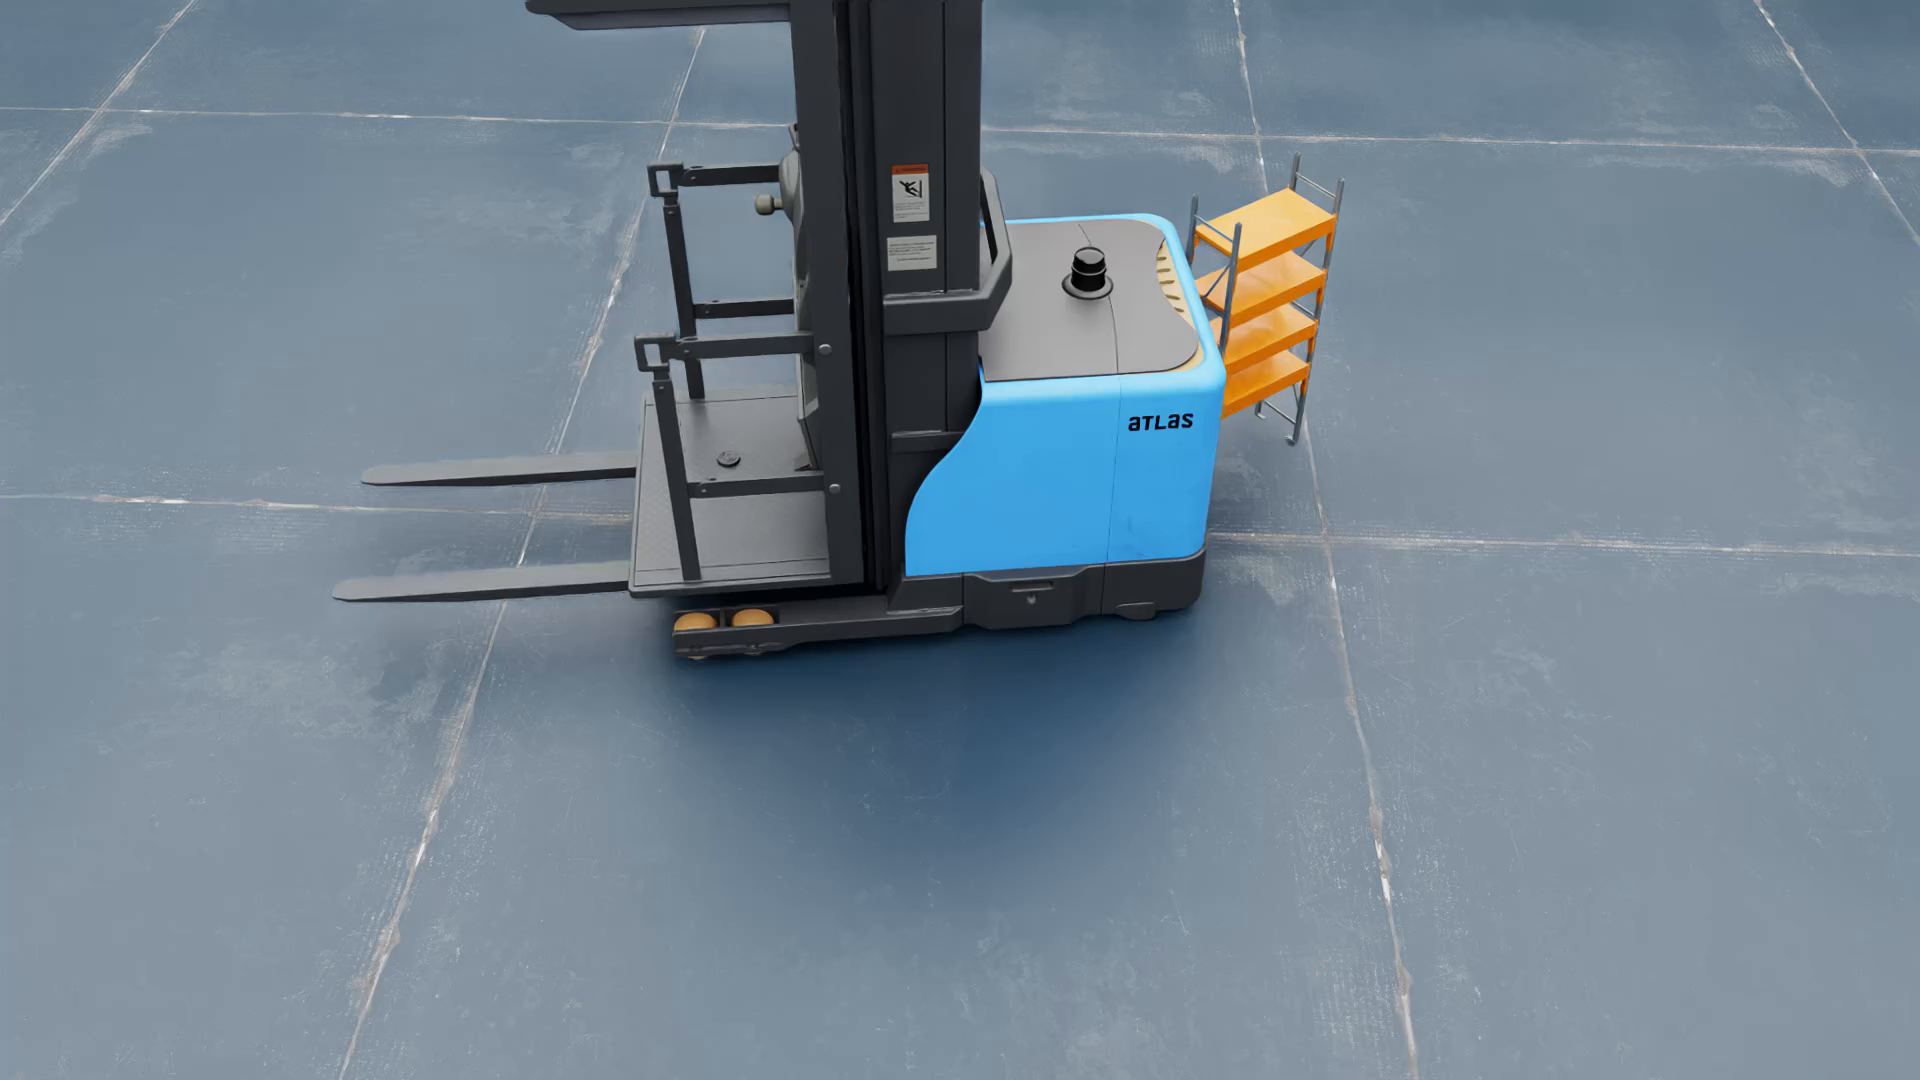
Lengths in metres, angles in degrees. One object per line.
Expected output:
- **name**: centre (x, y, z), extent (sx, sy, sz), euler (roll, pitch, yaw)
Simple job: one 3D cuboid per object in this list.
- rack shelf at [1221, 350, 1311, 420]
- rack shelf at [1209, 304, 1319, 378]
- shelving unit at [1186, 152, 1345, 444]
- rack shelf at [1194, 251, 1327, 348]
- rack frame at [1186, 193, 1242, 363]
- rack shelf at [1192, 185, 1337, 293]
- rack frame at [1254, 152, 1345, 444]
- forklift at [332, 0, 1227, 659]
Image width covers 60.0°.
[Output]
- **rack shelf**: centre (1.081, -0.601, 6.405), extent (0.480, 0.148, 0.258), euler (-26, 49, -25)
- **rack shelf**: centre (1.081, -0.746, 6.269), extent (0.480, 0.148, 0.258), euler (-26, 49, -25)
- **shelving unit**: centre (1.081, -0.795, 6.223), extent (0.503, 1.200, 0.258), euler (-26, 49, -25)
- **rack shelf**: centre (1.081, -0.910, 6.117), extent (0.480, 0.148, 0.258), euler (-26, 49, -25)
- **rack frame**: centre (0.883, -0.698, 6.119), extent (0.015, 1.200, 0.240), euler (-26, 49, -25)
- **rack shelf**: centre (1.081, -1.083, 5.956), extent (0.480, 0.148, 0.258), euler (-26, 49, -25)
- **rack frame**: centre (1.279, -0.892, 6.328), extent (0.015, 1.200, 0.240), euler (-26, 49, -25)
- **forklift**: centre (-0.685, -1.038, 5.214), extent (3.031, 2.935, 1.130), euler (-4, 43, -4)
